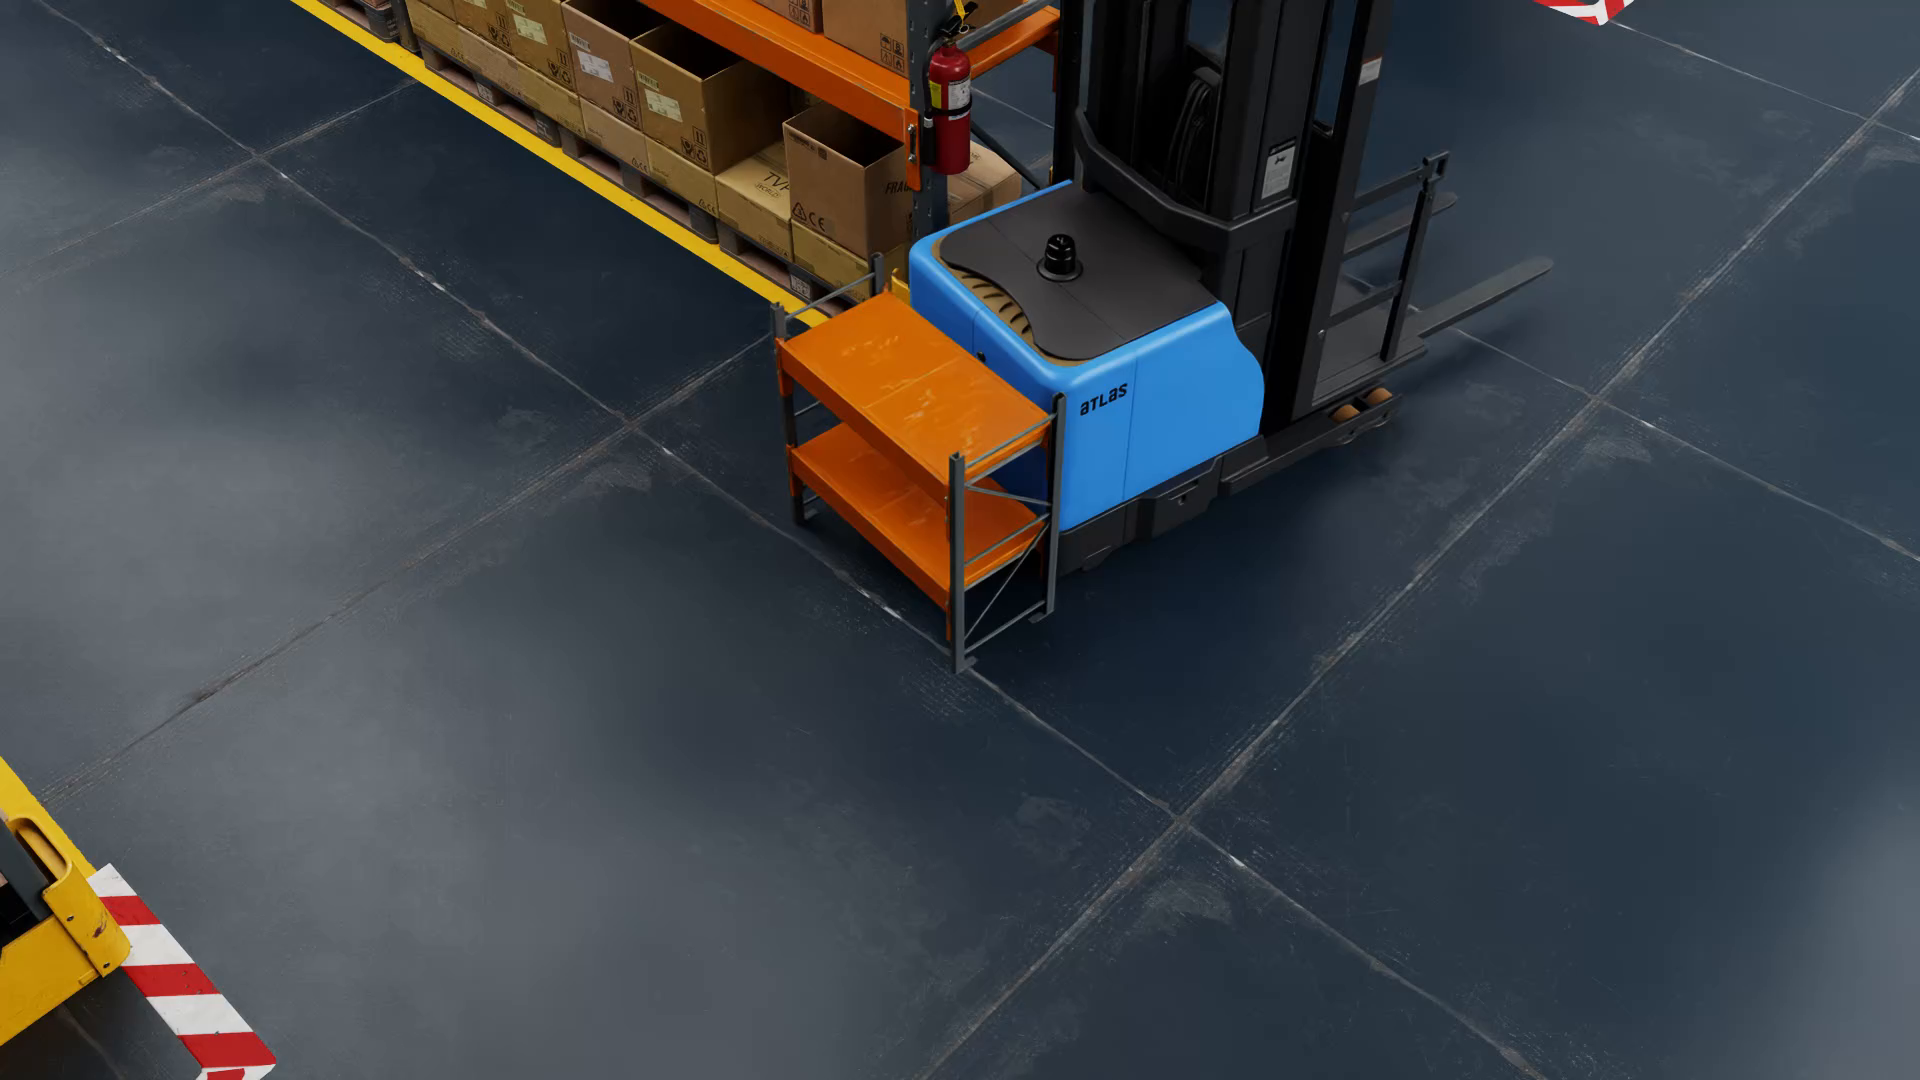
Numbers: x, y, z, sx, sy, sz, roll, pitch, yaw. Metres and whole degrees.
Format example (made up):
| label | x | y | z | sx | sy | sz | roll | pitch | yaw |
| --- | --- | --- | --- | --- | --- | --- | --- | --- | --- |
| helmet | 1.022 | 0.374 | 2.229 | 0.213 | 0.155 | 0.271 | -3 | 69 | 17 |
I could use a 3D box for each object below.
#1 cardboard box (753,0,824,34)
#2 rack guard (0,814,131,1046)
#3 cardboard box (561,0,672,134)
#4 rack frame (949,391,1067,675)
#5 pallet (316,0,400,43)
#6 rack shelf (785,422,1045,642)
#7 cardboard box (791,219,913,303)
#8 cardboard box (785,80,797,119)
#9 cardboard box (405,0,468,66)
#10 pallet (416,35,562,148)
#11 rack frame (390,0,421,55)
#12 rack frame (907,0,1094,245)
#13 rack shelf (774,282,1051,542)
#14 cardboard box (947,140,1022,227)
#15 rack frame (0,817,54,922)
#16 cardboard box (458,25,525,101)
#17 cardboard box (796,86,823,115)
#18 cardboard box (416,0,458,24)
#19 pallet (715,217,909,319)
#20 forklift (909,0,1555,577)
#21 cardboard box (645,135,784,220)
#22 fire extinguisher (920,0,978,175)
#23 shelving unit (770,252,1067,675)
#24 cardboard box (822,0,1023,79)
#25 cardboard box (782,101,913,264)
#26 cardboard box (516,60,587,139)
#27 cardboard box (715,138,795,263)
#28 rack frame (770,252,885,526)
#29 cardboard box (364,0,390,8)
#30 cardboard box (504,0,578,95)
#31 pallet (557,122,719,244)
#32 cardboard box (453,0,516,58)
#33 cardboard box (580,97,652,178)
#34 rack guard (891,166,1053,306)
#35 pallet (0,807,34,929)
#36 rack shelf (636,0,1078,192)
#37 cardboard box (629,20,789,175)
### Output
| label | x | y | z | sx | sy | sz | roll | pitch | yaw |
| --- | --- | --- | --- | --- | --- | --- | --- | --- | --- |
| cardboard box | -0.540 | -2.589 | 7.055 | 0.500 | 0.500 | 0.700 | 35 | 56 | 29 |
| rack guard | -3.229 | 1.414 | 5.080 | 0.348 | 0.500 | 1.175 | 34 | 55 | 28 |
| cardboard box | -1.523 | -2.360 | 7.992 | 0.500 | 0.500 | 0.500 | 34 | 55 | 28 |
| rack frame | 0.165 | 0.000 | 5.978 | 0.500 | 1.125 | 0.032 | -31 | 54 | -26 |
| pallet | -3.323 | -3.427 | 9.823 | 1.213 | 0.211 | 1.003 | 34 | 55 | 28 |
| rack shelf | -0.161 | -0.117 | 6.423 | 0.538 | 0.278 | 1.000 | -31 | 54 | -26 |
| cardboard box | -0.411 | -1.370 | 7.576 | 0.500 | 0.250 | 0.500 | 34 | 55 | 28 |
| cardboard box | -0.804 | -2.390 | 8.020 | 0.500 | 0.500 | 0.500 | 34 | 55 | 28 |
| cardboard box | -2.620 | -2.849 | 8.965 | 0.500 | 0.250 | 0.500 | 34 | 55 | 28 |
| pallet | -2.200 | -2.668 | 9.110 | 1.213 | 0.211 | 1.003 | 34 | 55 | 28 |
| rack frame | -2.756 | -4.038 | 8.484 | 0.127 | 3.000 | 1.000 | 34 | 55 | 28 |
| rack frame | 0.184 | -2.060 | 6.627 | 0.127 | 3.000 | 1.000 | 34 | 55 | 28 |
| rack shelf | -0.161 | -0.484 | 6.032 | 0.538 | 0.278 | 1.000 | -31 | 54 | -26 |
| cardboard box | -0.059 | -1.647 | 7.837 | 0.500 | 0.250 | 0.500 | 34 | 55 | 28 |
| rack frame | -3.173 | 0.596 | 4.133 | 0.127 | 3.000 | 1.000 | 34 | 55 | 28 |
| cardboard box | -2.256 | -2.599 | 8.731 | 0.500 | 0.250 | 0.500 | 34 | 55 | 28 |
| cardboard box | -0.428 | -2.150 | 7.795 | 0.500 | 0.500 | 0.500 | 34 | 55 | 28 |
| cardboard box | -2.627 | -3.100 | 8.687 | 0.500 | 0.500 | 0.500 | 34 | 55 | 28 |
| pallet | -0.407 | -1.461 | 7.977 | 1.213 | 0.211 | 1.003 | 34 | 55 | 28 |
| forklift | 1.296 | -1.711 | 6.346 | 3.031 | 2.935 | 1.130 | -26 | 52 | -22 |
| cardboard box | -1.155 | -1.857 | 8.034 | 0.500 | 0.250 | 0.500 | 34 | 55 | 28 |
| fire extinguisher | -0.044 | -1.726 | 6.366 | 0.183 | 0.674 | 0.296 | 34 | 55 | 28 |
| shelving unit | -0.161 | -0.284 | 6.245 | 0.538 | 1.125 | 1.048 | -31 | 54 | -26 |
| cardboard box | -0.151 | -2.332 | 6.813 | 0.500 | 0.500 | 0.700 | 34 | 55 | 28 |
| cardboard box | -0.412 | -1.625 | 7.302 | 0.500 | 0.500 | 0.500 | 34 | 55 | 28 |
| cardboard box | -1.893 | -2.349 | 8.496 | 0.500 | 0.250 | 0.500 | 34 | 55 | 28 |
| cardboard box | -0.786 | -1.610 | 7.802 | 0.500 | 0.250 | 0.500 | 34 | 55 | 28 |
| rack frame | -0.487 | -0.568 | 6.512 | 0.500 | 1.125 | 0.032 | -31 | 54 | -26 |
| cardboard box | -3.257 | -3.290 | 9.380 | 0.500 | 0.250 | 0.500 | 33 | 55 | 27 |
| cardboard box | -1.892 | -2.606 | 8.223 | 0.500 | 0.500 | 0.500 | 34 | 55 | 28 |
| pallet | -1.299 | -2.065 | 8.544 | 1.213 | 0.211 | 1.003 | 34 | 55 | 28 |
| cardboard box | -2.254 | -2.857 | 8.459 | 0.500 | 0.500 | 0.500 | 34 | 55 | 28 |
| cardboard box | -1.521 | -2.105 | 8.267 | 0.500 | 0.250 | 0.500 | 34 | 55 | 28 |
| rack guard | 0.201 | -1.193 | 7.527 | 0.348 | 0.500 | 1.175 | 34 | 55 | 28 |
| pallet | -3.802 | 1.092 | 5.580 | 1.213 | 0.211 | 1.003 | 34 | 55 | 28 |
| rack shelf | -1.286 | -2.803 | 7.817 | 4.000 | 0.370 | 1.077 | 34 | 55 | 28 |
| cardboard box | -1.157 | -2.112 | 7.759 | 0.500 | 0.500 | 0.500 | 34 | 55 | 28 |
